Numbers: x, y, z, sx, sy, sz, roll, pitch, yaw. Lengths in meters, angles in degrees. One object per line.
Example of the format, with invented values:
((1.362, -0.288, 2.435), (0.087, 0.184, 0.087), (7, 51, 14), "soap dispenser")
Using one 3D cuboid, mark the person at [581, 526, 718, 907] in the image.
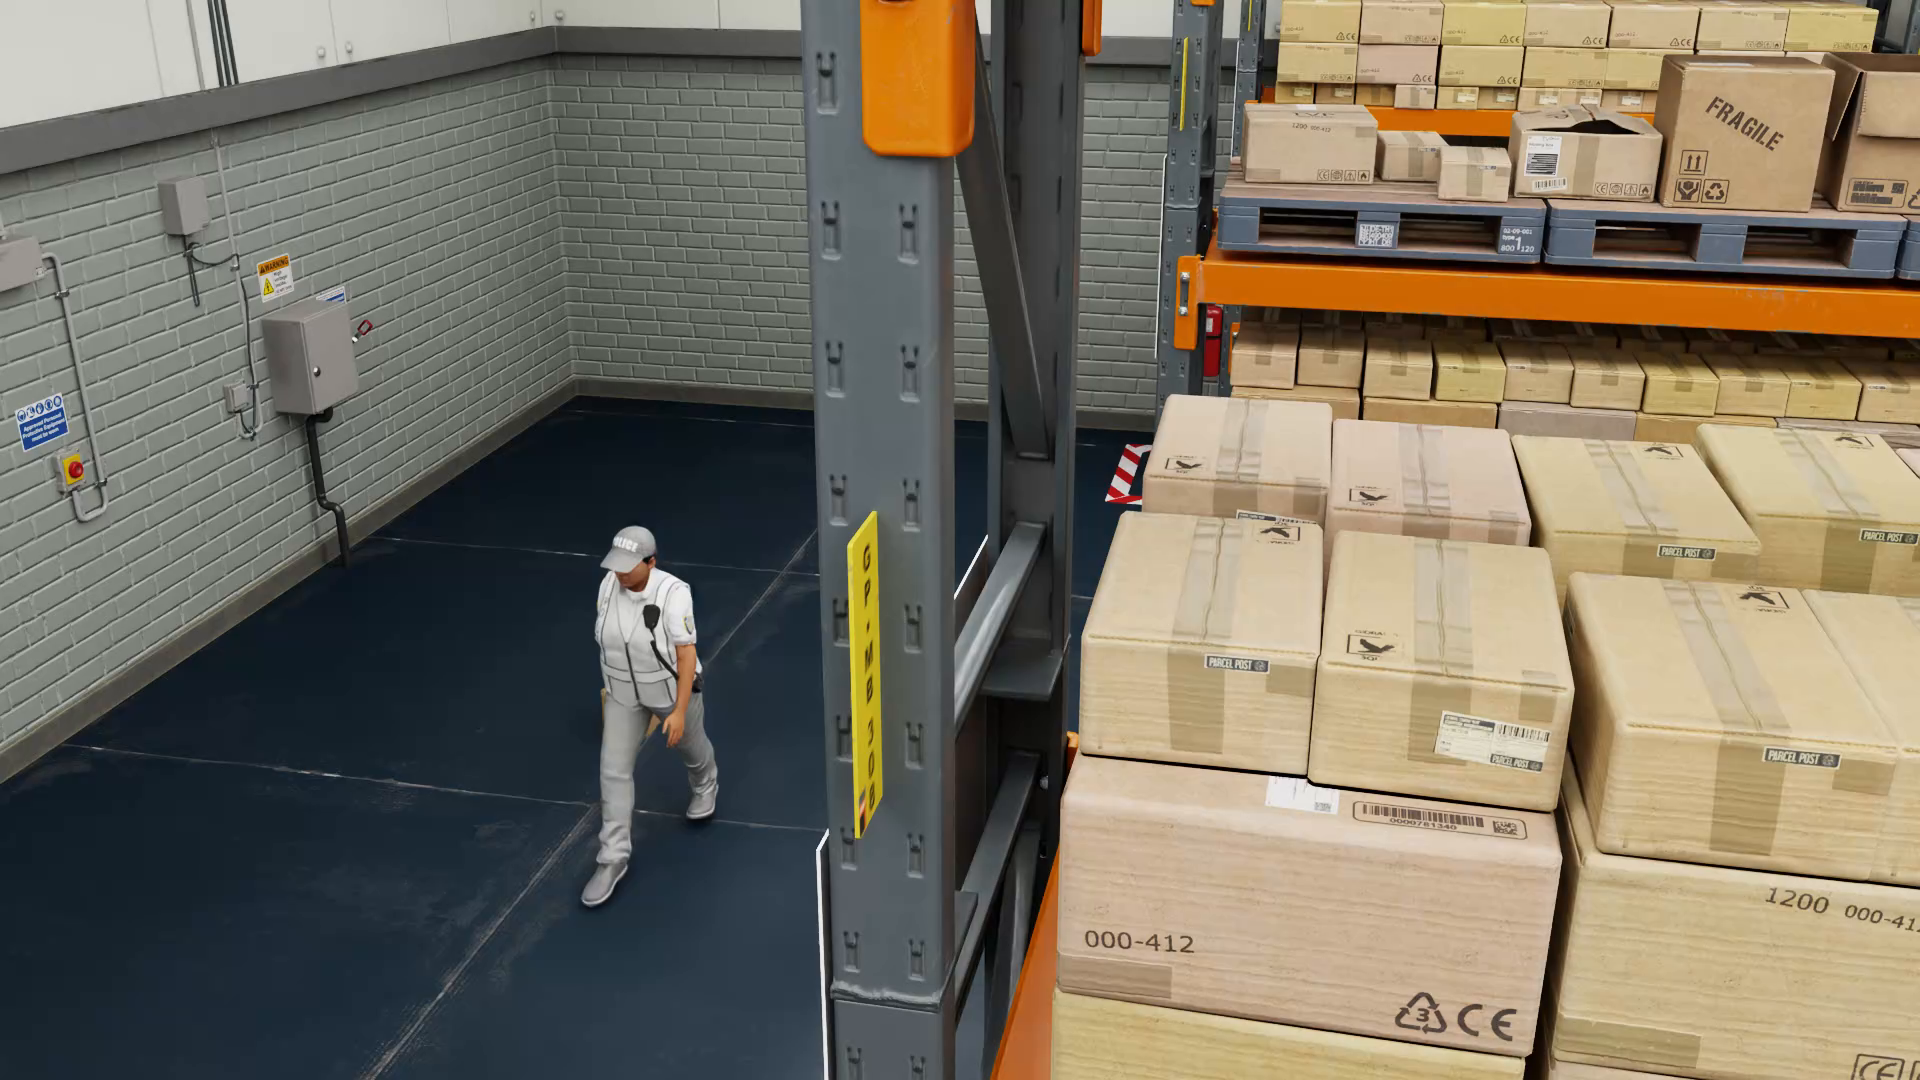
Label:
((-1.379, 0.678, 7.367), (0.498, 1.607, 1.012), (4, 22, 10), "person")
